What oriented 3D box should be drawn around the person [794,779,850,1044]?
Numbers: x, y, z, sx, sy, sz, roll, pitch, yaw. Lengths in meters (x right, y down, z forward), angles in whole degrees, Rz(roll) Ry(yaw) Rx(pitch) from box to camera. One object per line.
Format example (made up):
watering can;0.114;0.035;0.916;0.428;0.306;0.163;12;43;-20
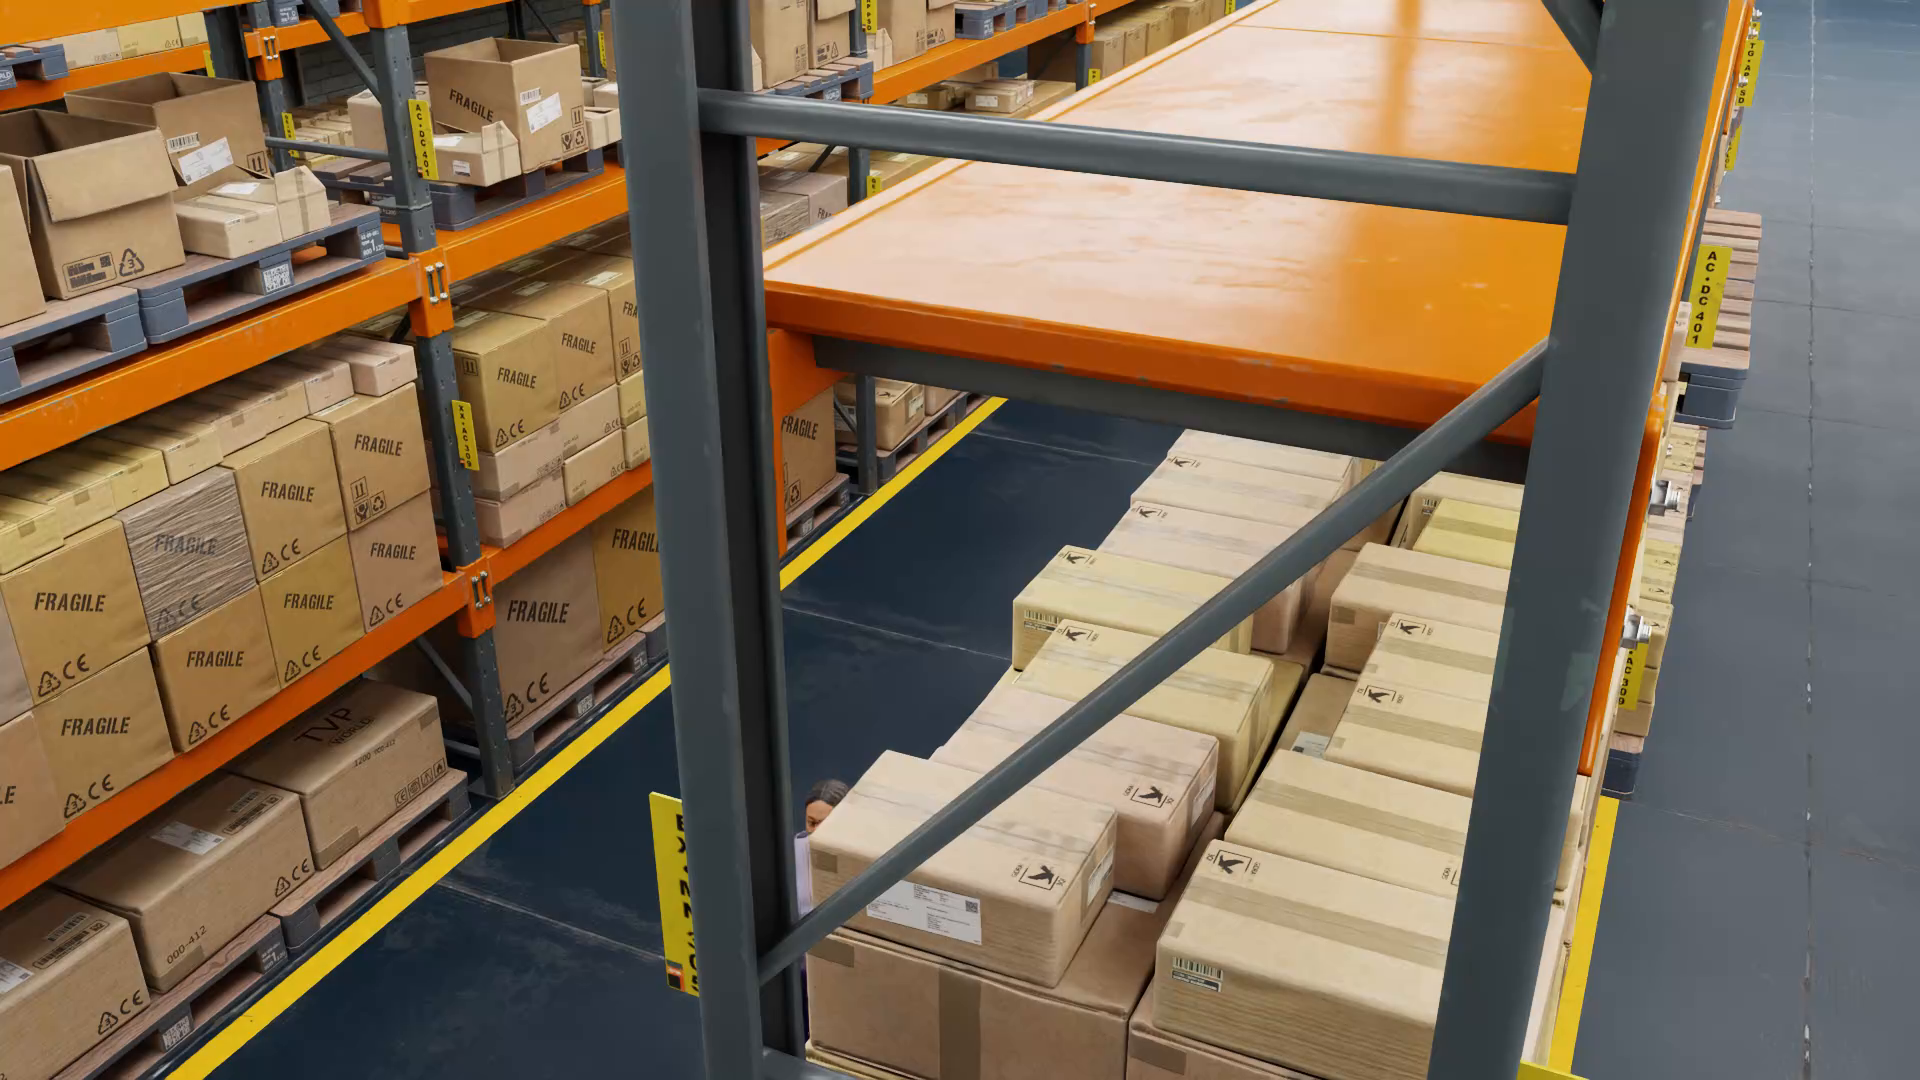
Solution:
person;-0.415;1.555;5.953;0.482;1.623;0.683;11;28;21
